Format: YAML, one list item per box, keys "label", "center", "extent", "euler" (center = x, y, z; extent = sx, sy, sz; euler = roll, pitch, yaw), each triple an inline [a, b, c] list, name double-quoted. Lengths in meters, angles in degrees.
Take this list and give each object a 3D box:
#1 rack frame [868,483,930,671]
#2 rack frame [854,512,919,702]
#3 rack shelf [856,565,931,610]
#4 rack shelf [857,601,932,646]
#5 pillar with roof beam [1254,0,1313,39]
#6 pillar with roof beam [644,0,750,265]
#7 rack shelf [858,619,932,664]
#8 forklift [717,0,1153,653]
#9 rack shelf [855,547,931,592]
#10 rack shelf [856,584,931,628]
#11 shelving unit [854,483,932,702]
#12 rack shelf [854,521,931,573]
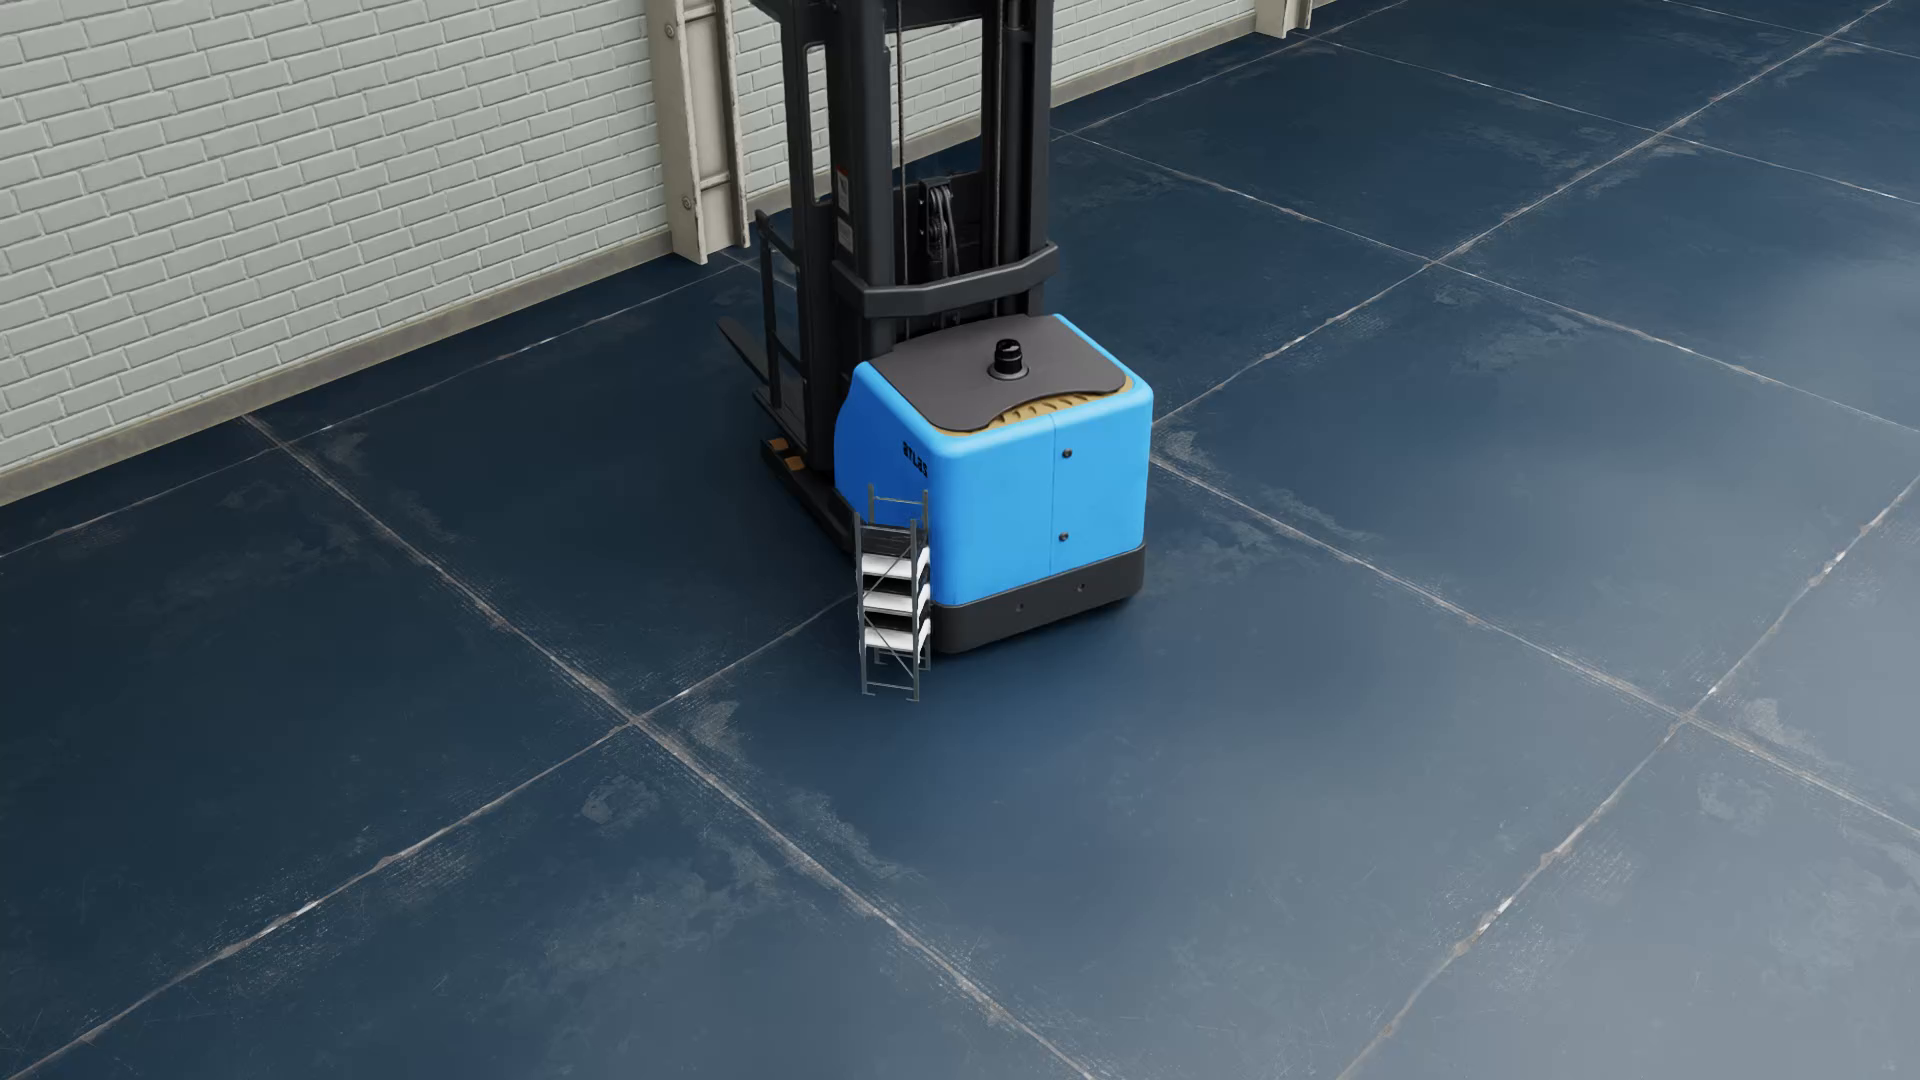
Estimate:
- label: "rack frame"
  center: [-0.242, 0.164, 6.729]
  extent: [0.240, 0.900, 0.006]
  euler: [7, 36, 10]
- label: "rack frame"
  center: [-0.285, 0.277, 6.566]
  extent: [0.240, 0.900, 0.006]
  euler: [7, 36, 10]
- label: "rack shelf"
  center: [-0.263, 0.174, 6.615]
  extent: [0.258, 0.077, 0.200]
  euler: [7, 36, 10]
- label: "rack shelf"
  center: [-0.263, 0.322, 6.718]
  extent: [0.258, 0.077, 0.200]
  euler: [7, 36, 10]
- label: "pillar with roof beam"
  center: [5.729, -6.214, 8.794]
  extent: [9.100, 9.000, 0.400]
  euler: [30, 45, 35]
- label: "pillar with roof beam"
  center: [1.502, -3.778, 5.301]
  extent: [9.100, 9.000, 0.400]
  euler: [30, 45, 35]
- label: "rack shelf"
  center: [-0.263, 0.395, 6.769]
  extent: [0.258, 0.077, 0.200]
  euler: [7, 36, 10]
- label: "forklift"
  center: [-0.327, -1.553, 7.415]
  extent: [1.130, 2.935, 3.031]
  euler: [-17, 38, -23]
- label: "rack shelf"
  center: [-0.263, 0.100, 6.563]
  extent: [0.258, 0.077, 0.200]
  euler: [7, 36, 10]
- label: "rack shelf"
  center: [-0.263, 0.248, 6.666]
  extent: [0.258, 0.077, 0.200]
  euler: [7, 36, 10]
- label: "shelving unit"
  center: [-0.263, 0.220, 6.647]
  extent: [0.258, 0.900, 0.210]
  euler: [7, 36, 10]
- label: "rack shelf"
  center: [-0.263, 0.026, 6.512]
  extent: [0.258, 0.077, 0.200]
  euler: [7, 36, 10]
